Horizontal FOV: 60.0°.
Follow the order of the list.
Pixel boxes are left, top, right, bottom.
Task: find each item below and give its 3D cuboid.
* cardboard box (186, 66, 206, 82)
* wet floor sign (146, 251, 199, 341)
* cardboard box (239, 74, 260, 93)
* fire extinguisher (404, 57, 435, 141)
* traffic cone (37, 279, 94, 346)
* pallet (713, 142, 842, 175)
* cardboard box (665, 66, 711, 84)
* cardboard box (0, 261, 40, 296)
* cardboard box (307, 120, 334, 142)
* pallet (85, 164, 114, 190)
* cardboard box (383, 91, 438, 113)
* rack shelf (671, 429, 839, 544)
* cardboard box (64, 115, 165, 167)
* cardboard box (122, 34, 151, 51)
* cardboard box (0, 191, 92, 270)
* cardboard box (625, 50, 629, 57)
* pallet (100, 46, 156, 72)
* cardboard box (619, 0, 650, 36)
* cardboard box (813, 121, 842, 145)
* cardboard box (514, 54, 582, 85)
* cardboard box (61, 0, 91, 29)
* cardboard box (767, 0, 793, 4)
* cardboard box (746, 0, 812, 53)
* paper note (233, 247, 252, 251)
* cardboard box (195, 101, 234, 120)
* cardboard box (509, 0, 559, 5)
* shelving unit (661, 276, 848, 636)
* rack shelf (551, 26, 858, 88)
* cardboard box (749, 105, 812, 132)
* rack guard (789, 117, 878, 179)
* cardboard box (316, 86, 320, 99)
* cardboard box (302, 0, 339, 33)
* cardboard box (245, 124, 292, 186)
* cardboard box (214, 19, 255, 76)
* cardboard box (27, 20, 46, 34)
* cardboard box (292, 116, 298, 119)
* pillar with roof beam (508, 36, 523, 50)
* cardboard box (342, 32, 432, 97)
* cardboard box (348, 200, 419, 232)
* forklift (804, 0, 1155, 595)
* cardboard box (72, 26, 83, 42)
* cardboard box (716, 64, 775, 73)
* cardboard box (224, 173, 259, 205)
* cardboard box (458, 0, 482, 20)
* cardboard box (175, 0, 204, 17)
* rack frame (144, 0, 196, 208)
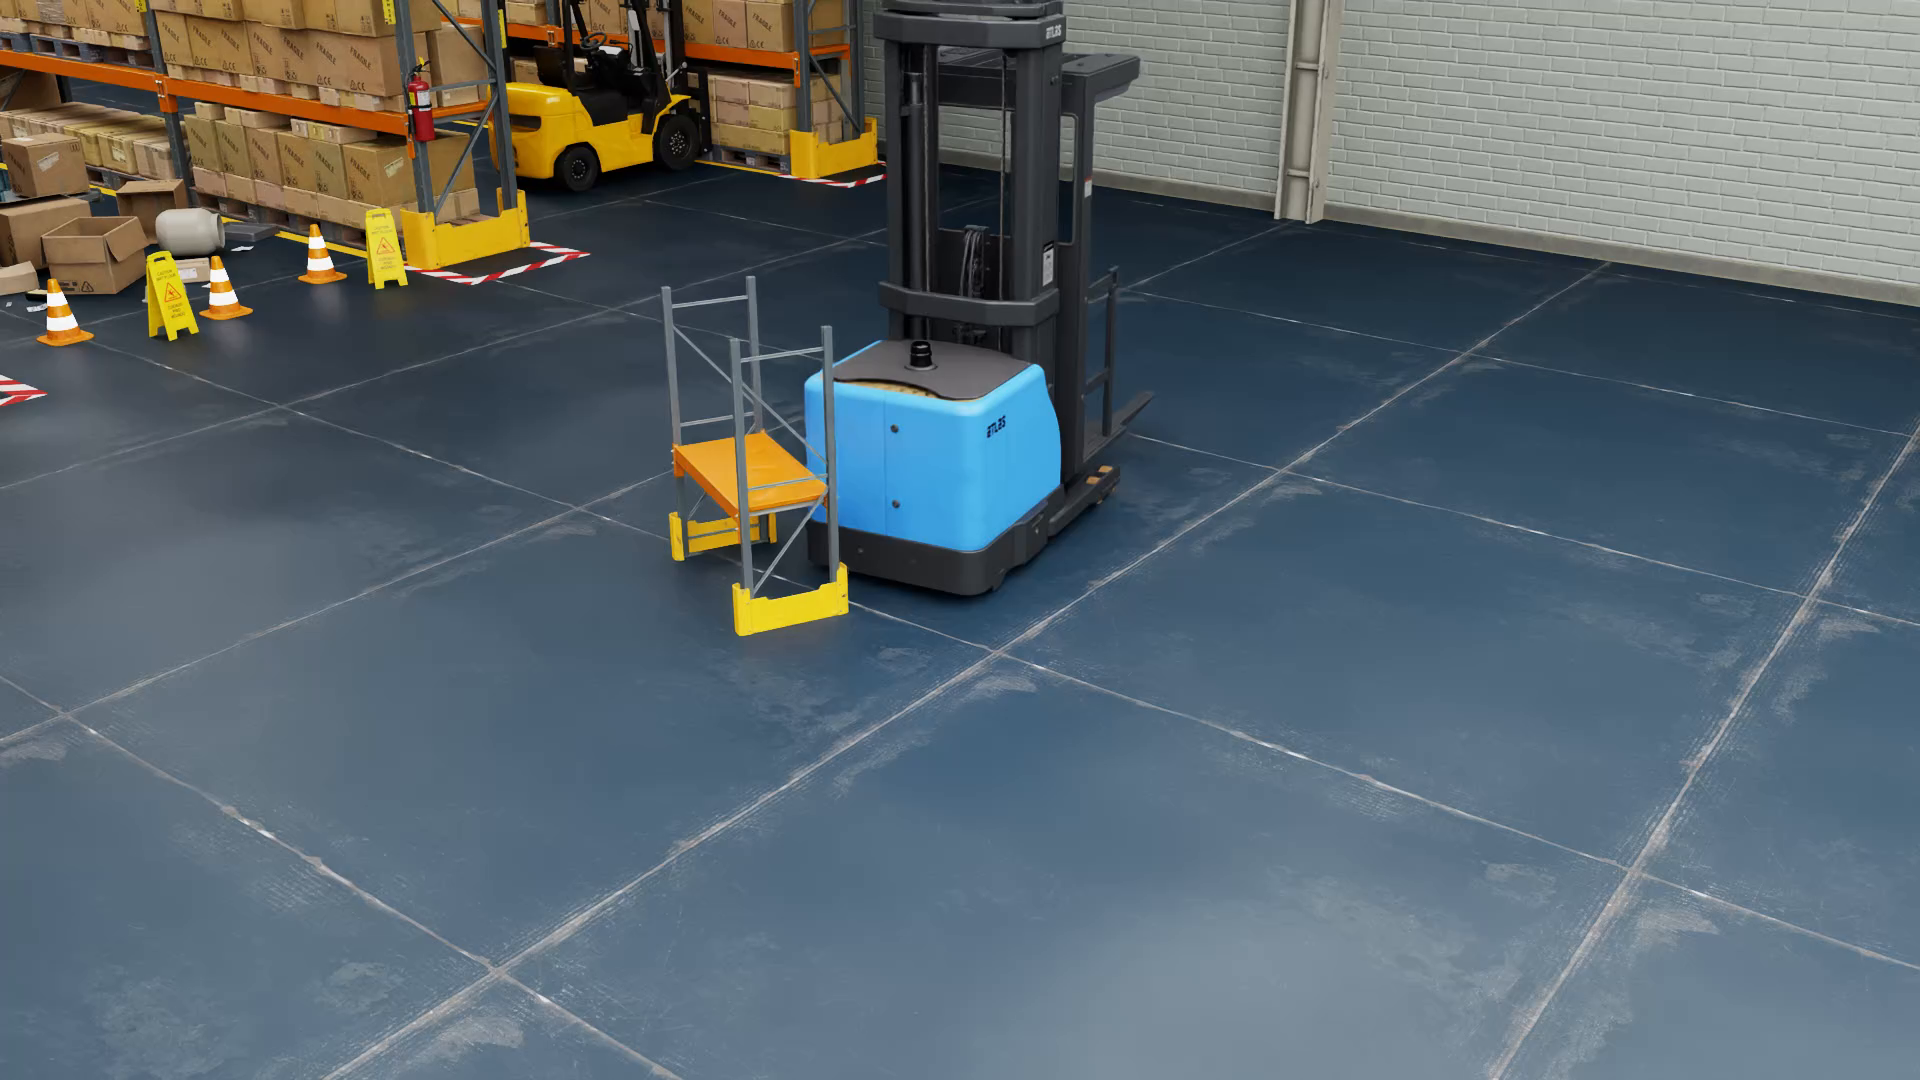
[{"bbox_3d":[-7.306,-4.580,16.236,0.250,0.149,0.380,18,29,35],"label":"cardboard box"},{"bbox_3d":[-6.076,-1.885,12.727,0.232,0.644,0.267,12,26,24],"label":"wet floor sign"},{"bbox_3d":[-6.522,-4.312,15.628,0.250,0.149,0.380,17,29,34],"label":"cardboard box"},{"bbox_3d":[-4.583,-3.740,14.114,0.183,0.674,0.296,17,29,33],"label":"fire extinguisher"},{"bbox_3d":[-6.860,-1.756,12.661,0.334,0.463,0.336,17,29,33],"label":"traffic cone"},{"bbox_3d":[-2.062,-4.449,19.086,1.213,0.211,1.003,17,29,33],"label":"pallet"},{"bbox_3d":[-3.203,-5.321,19.257,0.500,0.250,0.500,16,28,32],"label":"cardboard box"},{"bbox_3d":[-8.007,-2.225,13.970,0.396,0.266,0.258,-21,31,-39],"label":"cardboard box"},{"bbox_3d":[-5.729,-3.764,15.227,0.250,0.149,0.380,17,29,34],"label":"cardboard box"},{"bbox_3d":[-9.204,-4.125,18.351,1.213,0.211,1.003,17,29,33],"label":"pallet"},{"bbox_3d":[-4.826,-3.858,14.598,0.250,0.149,0.380,18,29,35],"label":"cardboard box"},{"bbox_3d":[-1.061,-0.291,8.496,0.538,0.185,1.000,-12,26,-25],"label":"rack shelf"},{"bbox_3d":[-9.155,-4.375,18.197,0.625,0.372,0.950,18,29,35],"label":"cardboard box"},{"bbox_3d":[-8.177,-5.031,16.740,0.250,0.149,0.380,17,29,34],"label":"cardboard box"},{"bbox_3d":[-8.076,-2.703,14.592,0.503,0.637,0.797,17,29,33],"label":"cardboard box"},{"bbox_3d":[-4.116,-5.856,20.470,0.500,0.250,0.500,17,29,34],"label":"cardboard box"},{"bbox_3d":[-8.124,-5.063,17.258,1.213,0.211,1.003,17,29,33],"label":"pallet"},{"bbox_3d":[-3.594,-6.133,19.325,0.500,0.500,0.500,16,29,33],"label":"cardboard box"},{"bbox_3d":[-1.700,-4.670,19.018,0.500,0.250,0.500,17,29,34],"label":"cardboard box"},{"bbox_3d":[-5.050,-5.749,21.003,0.625,0.625,0.875,18,30,36],"label":"cardboard box"},{"bbox_3d":[-8.914,-5.577,17.173,0.500,0.500,0.500,18,29,35],"label":"cardboard box"},{"bbox_3d":[-1.870,-5.890,17.969,0.250,0.149,0.380,17,29,34],"label":"cardboard box"},{"bbox_3d":[-1.976,-5.634,18.193,0.500,0.500,0.500,16,28,32],"label":"cardboard box"},{"bbox_3d":[-6.608,-2.689,15.315,0.148,0.019,0.142,7,25,15],"label":"paper note"},{"bbox_3d":[-7.225,-4.213,16.247,0.250,0.149,0.380,17,29,34],"label":"cardboard box"},{"bbox_3d":[-5.172,-6.718,20.342,0.500,0.250,0.500,16,28,32],"label":"cardboard box"},{"bbox_3d":[-1.065,-0.459,8.431,0.587,1.500,1.083,-12,26,-25],"label":"shelving unit"},{"bbox_3d":[-3.025,-5.708,19.378,4.000,0.370,1.077,17,29,33],"label":"rack shelf"},{"bbox_3d":[-2.002,-4.733,18.542,0.500,0.250,0.500,16,29,33],"label":"cardboard box"},{"bbox_3d":[-1.405,-4.404,18.626,0.348,0.500,1.175,17,29,33],"label":"rack guard"},{"bbox_3d":[-5.633,-4.112,15.174,0.250,0.149,0.380,17,29,34],"label":"cardboard box"},{"bbox_3d":[-5.339,-4.769,14.620,0.500,0.500,0.700,17,29,34],"label":"cardboard box"},{"bbox_3d":[-6.440,-3.715,15.920,0.500,0.500,0.500,19,30,36],"label":"cardboard box"},{"bbox_3d":[-6.605,-4.665,15.624,0.500,0.500,0.500,17,29,33],"label":"cardboard box"},{"bbox_3d":[-9.807,-5.558,17.936,0.250,0.149,0.380,19,30,36],"label":"cardboard box"},{"bbox_3d":[-6.557,-4.017,16.606,0.500,0.500,0.500,17,29,34],"label":"cardboard box"},{"bbox_3d":[-8.824,-8.820,18.108,0.400,9.000,9.100,17,29,33],"label":"pillar with roof beam"},{"bbox_3d":[-4.998,-4.176,14.514,0.500,0.500,0.500,16,29,32],"label":"cardboard box"},{"bbox_3d":[-5.226,-3.000,15.228,0.500,0.250,0.500,17,29,33],"label":"cardboard box"},{"bbox_3d":[0.299,-1.619,9.289,1.130,2.935,3.031,11,26,24],"label":"forklift"},{"bbox_3d":[-8.984,-5.283,17.310,0.250,0.149,0.380,17,29,33],"label":"cardboard box"},{"bbox_3d":[-2.491,-5.367,19.360,0.500,0.250,0.500,17,29,33],"label":"cardboard box"},{"bbox_3d":[-6.855,-3.498,16.357,0.500,0.250,0.500,19,30,36],"label":"cardboard box"},{"bbox_3d":[-5.970,-6.740,21.013,0.500,0.250,0.500,17,29,34],"label":"cardboard box"},{"bbox_3d":[-6.982,-5.251,15.715,0.500,0.500,0.700,17,29,34],"label":"cardboard box"},{"bbox_3d":[-7.599,-4.919,16.694,0.127,3.000,1.000,17,29,33],"label":"rack frame"}]
